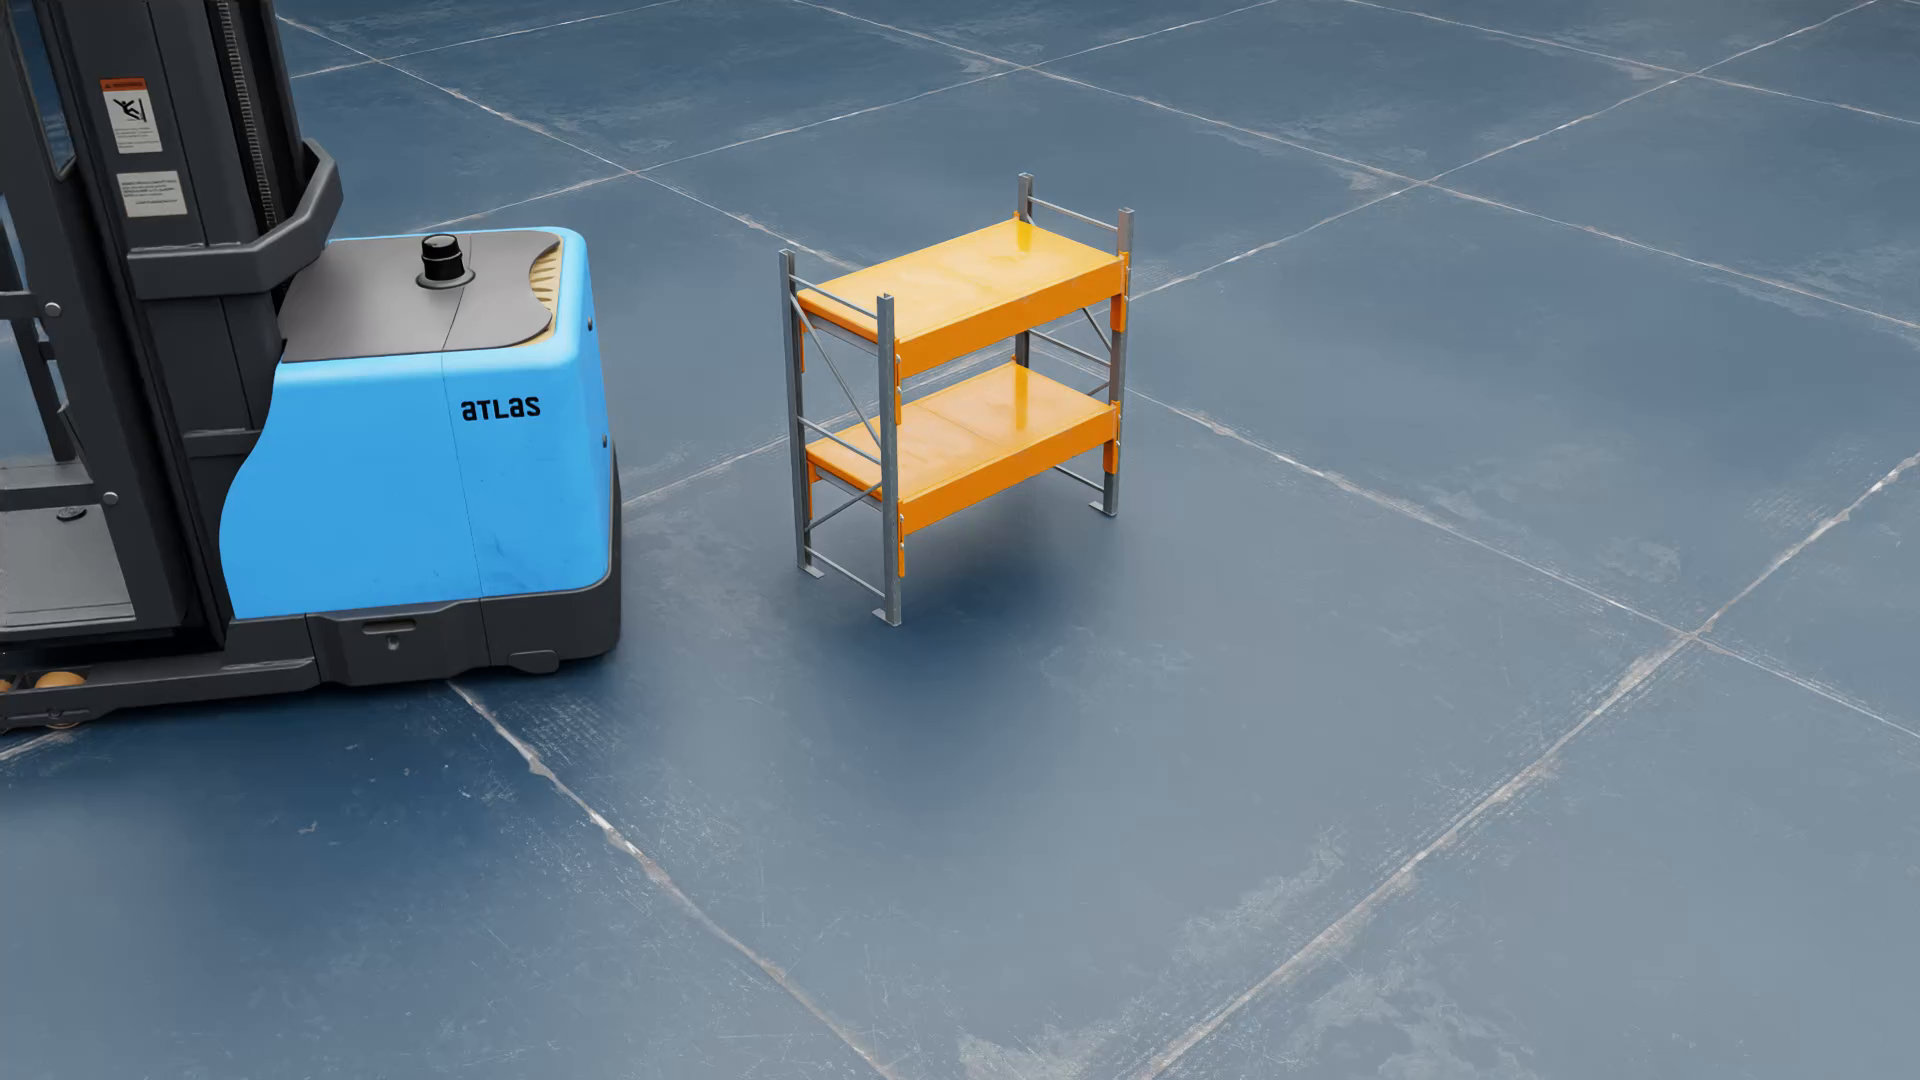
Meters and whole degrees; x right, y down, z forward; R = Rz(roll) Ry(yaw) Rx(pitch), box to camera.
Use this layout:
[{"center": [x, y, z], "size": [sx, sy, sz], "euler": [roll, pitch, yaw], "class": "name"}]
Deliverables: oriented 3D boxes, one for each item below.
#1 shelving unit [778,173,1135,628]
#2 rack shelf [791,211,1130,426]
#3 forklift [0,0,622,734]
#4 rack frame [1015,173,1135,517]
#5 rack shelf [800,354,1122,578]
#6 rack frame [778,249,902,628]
[{"center": [0.005, -0.482, 5.460], "size": [1.048, 1.125, 0.538], "euler": [-26, 40, -35], "class": "shelving unit"}, {"center": [0.005, -0.732, 5.308], "size": [1.000, 0.278, 0.538], "euler": [-26, 40, -35], "class": "rack shelf"}, {"center": [-2.613, -0.981, 4.544], "size": [3.031, 2.935, 1.130], "euler": [-5, 32, -8], "class": "forklift"}, {"center": [0.378, -0.663, 5.755], "size": [0.032, 1.125, 0.500], "euler": [-26, 40, -35], "class": "rack frame"}, {"center": [0.005, -0.274, 5.588], "size": [1.000, 0.278, 0.538], "euler": [-26, 40, -35], "class": "rack shelf"}, {"center": [-0.368, -0.302, 5.166], "size": [0.032, 1.125, 0.500], "euler": [-26, 40, -35], "class": "rack frame"}]
